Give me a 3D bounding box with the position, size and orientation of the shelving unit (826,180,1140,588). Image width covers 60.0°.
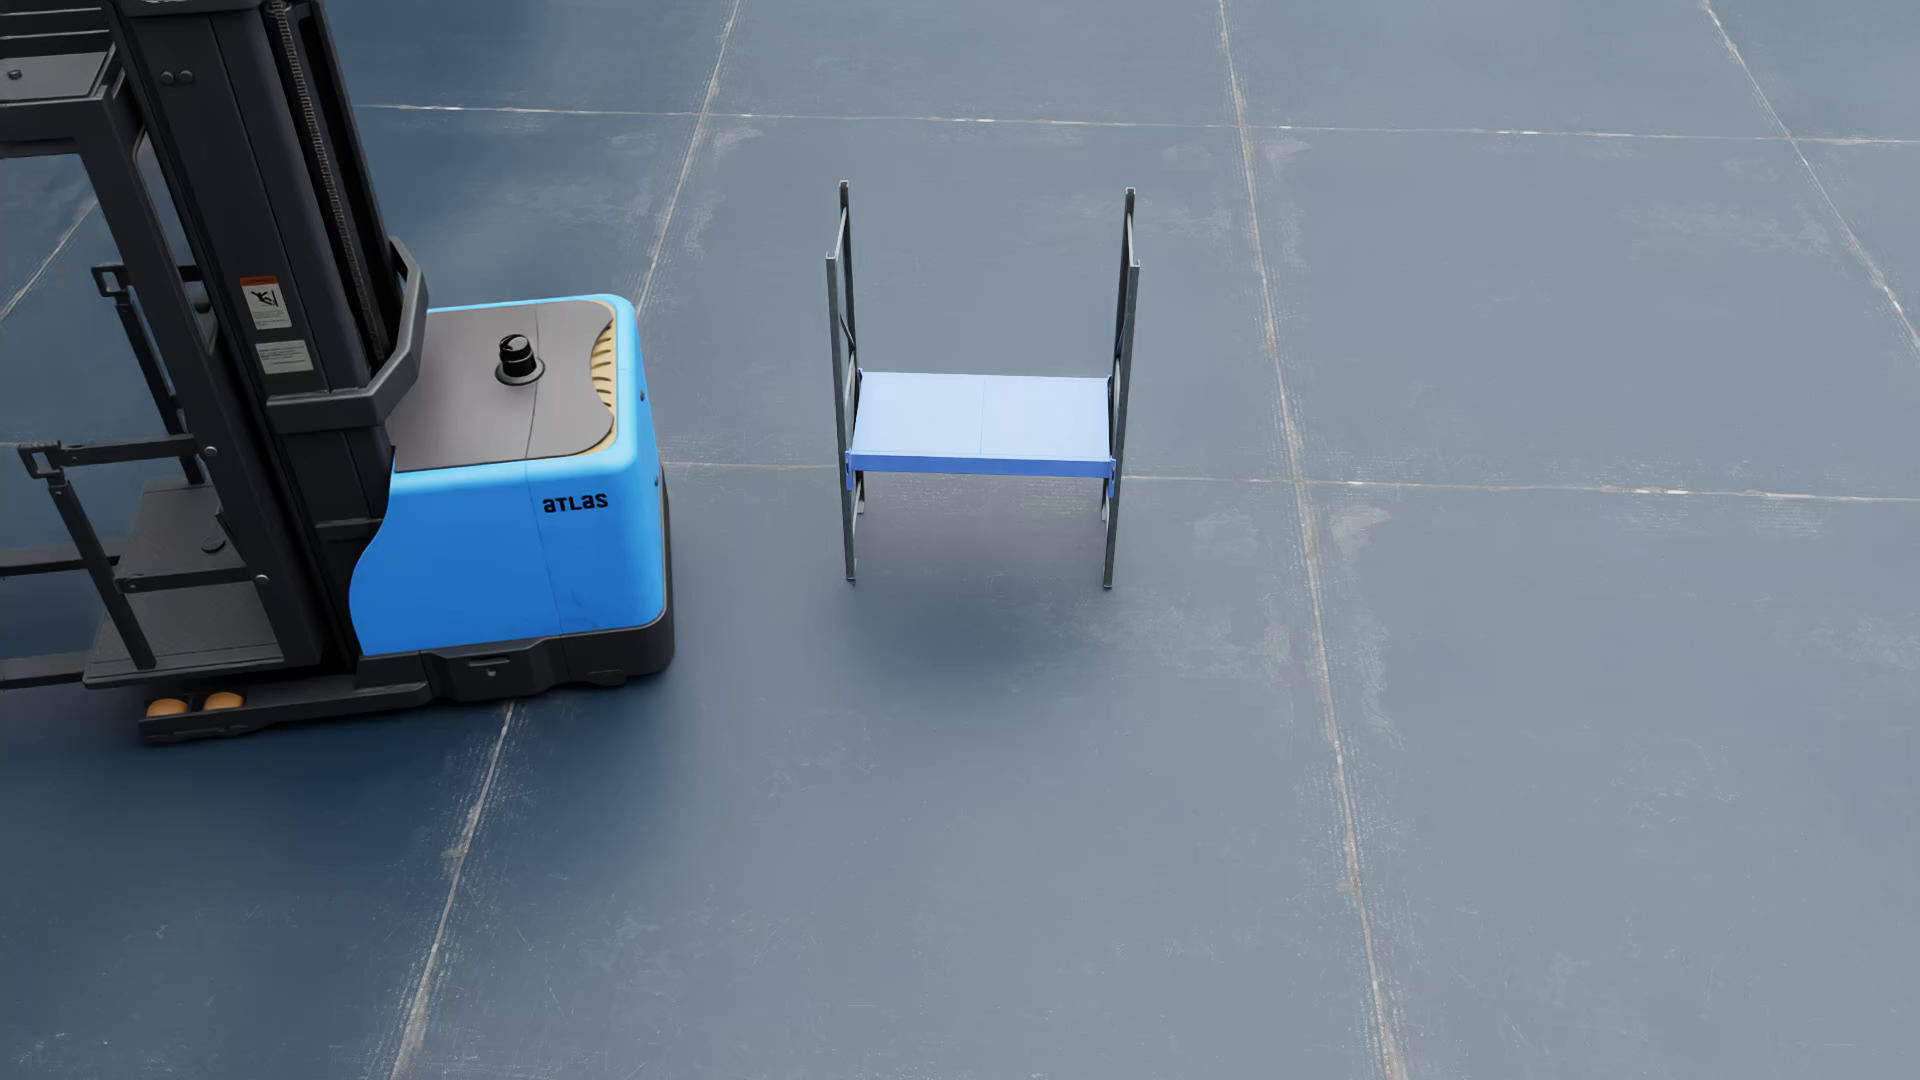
[{"bbox_3d":[0.085,-0.546,6.236,1.048,1.500,0.538,2,43,2],"label":"shelving unit"}]

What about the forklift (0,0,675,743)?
[{"bbox_3d":[-2.626,-0.733,5.387,3.031,2.935,1.130,-6,43,-6],"label":"forklift"}]

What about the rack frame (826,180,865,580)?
[{"bbox_3d":[-0.423,-0.562,6.253,0.032,1.500,0.500,2,43,2],"label":"rack frame"}]

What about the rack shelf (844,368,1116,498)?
[{"bbox_3d":[0.085,-0.415,6.359,1.000,0.185,0.538,2,43,2],"label":"rack shelf"}]

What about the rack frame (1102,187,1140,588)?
[{"bbox_3d":[0.593,-0.531,6.219,0.032,1.500,0.500,2,43,2],"label":"rack frame"}]
